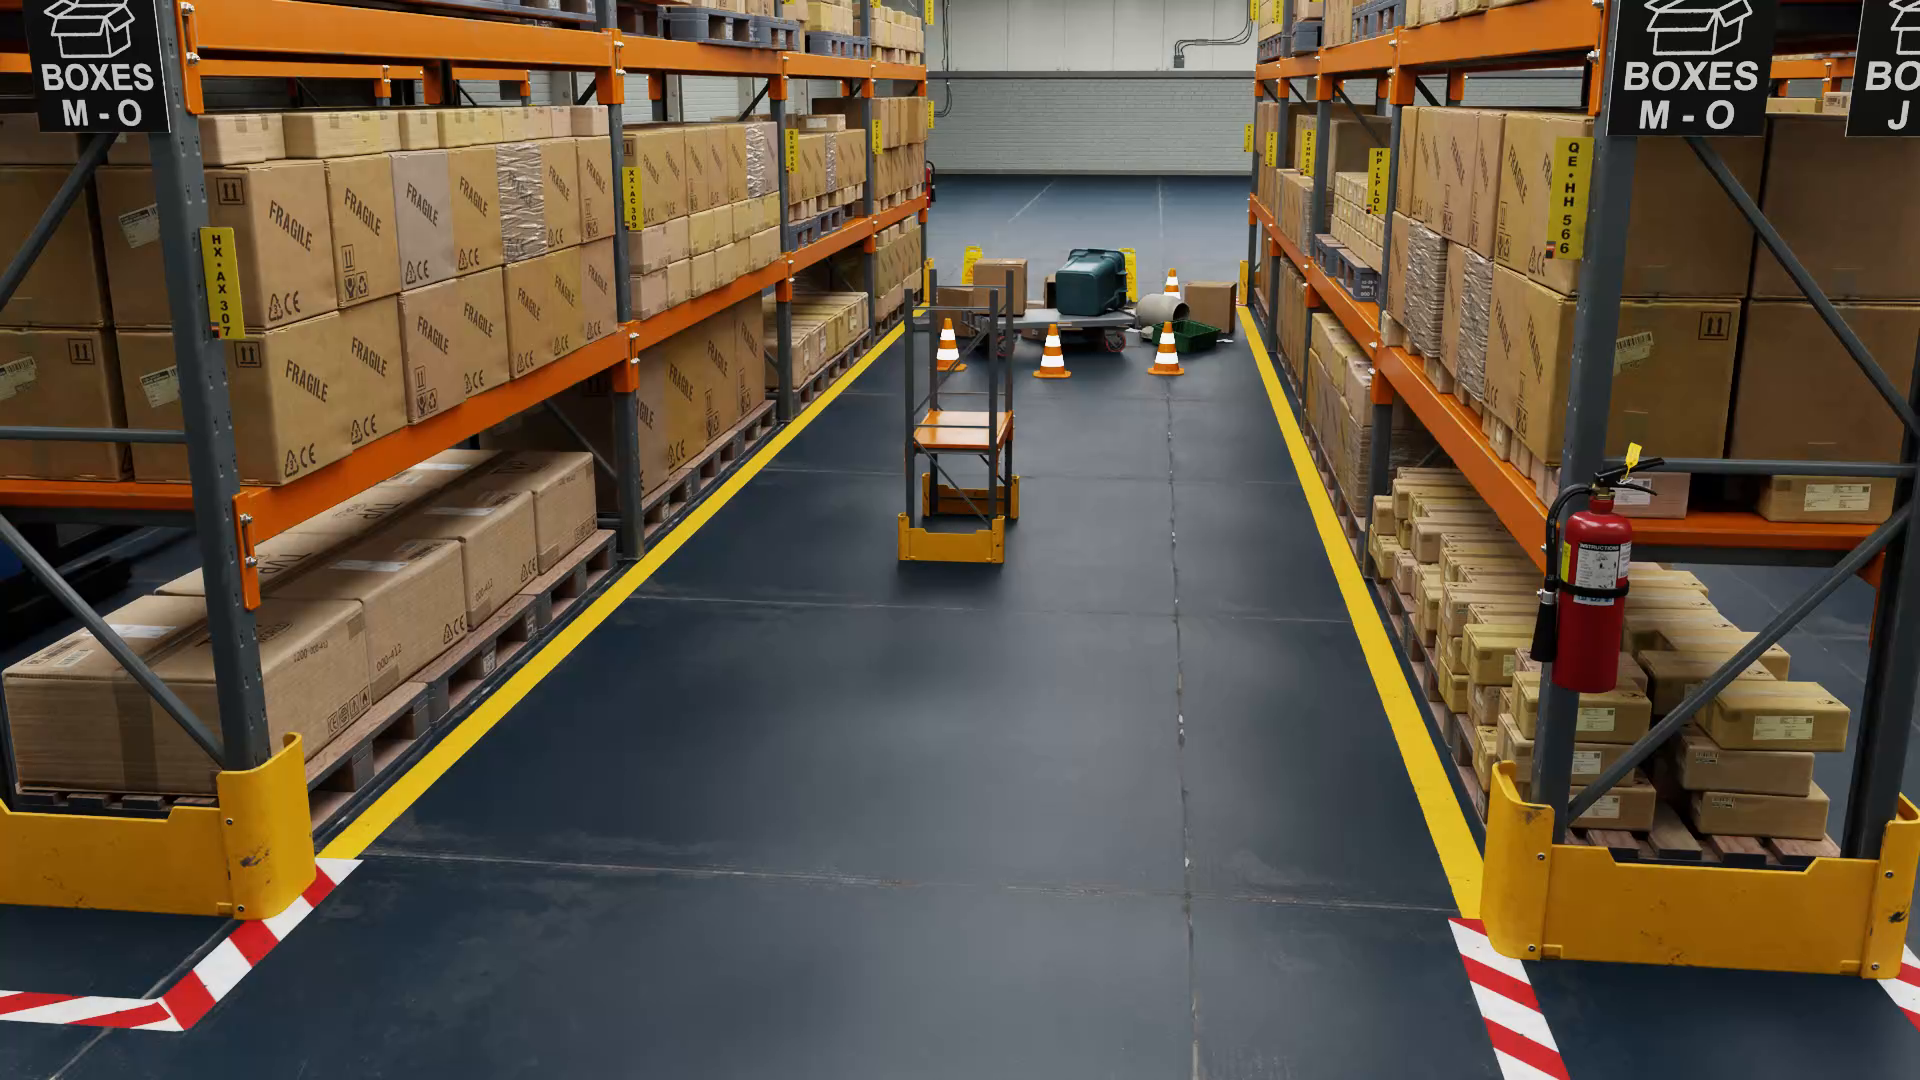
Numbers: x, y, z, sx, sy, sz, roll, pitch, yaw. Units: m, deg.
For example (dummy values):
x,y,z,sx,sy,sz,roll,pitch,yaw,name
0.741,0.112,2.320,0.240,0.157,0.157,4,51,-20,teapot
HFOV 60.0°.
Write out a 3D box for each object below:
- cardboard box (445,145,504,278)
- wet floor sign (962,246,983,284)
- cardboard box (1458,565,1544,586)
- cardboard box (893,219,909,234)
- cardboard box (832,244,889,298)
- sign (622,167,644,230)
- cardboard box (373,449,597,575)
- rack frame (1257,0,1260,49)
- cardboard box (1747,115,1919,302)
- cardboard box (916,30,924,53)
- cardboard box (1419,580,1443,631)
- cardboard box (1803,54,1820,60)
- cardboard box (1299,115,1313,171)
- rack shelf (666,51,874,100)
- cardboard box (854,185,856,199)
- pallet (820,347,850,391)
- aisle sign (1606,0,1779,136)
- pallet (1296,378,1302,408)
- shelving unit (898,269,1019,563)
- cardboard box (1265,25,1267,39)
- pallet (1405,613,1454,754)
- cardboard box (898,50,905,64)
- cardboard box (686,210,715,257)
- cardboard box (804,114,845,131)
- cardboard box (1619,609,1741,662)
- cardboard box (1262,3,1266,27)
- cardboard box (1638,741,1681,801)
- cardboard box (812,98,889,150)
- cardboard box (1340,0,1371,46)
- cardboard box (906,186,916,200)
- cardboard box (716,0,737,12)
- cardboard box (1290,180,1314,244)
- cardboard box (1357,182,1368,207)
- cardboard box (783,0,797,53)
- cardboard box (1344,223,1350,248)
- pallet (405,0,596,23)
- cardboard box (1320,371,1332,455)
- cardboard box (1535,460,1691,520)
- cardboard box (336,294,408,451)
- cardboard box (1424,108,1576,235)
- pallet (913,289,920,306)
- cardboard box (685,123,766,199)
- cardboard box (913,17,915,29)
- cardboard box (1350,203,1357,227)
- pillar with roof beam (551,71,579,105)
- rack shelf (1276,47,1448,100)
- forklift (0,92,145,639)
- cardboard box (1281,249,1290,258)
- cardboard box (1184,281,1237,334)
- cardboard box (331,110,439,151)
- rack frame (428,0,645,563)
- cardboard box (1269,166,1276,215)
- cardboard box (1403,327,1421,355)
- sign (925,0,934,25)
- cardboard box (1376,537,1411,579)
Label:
x,y,z,sx,sy,sz,roll,pitch,yaw,name
-2.227,-1.360,6.840,0.500,0.500,0.500,2,15,6,cardboard box
0.169,-3.347,20.804,0.267,0.644,0.232,7,17,25,wet floor sign
2.212,0.209,6.660,0.380,0.149,0.250,1,15,4,cardboard box
-0.785,-3.570,18.903,0.380,0.149,0.250,2,15,9,cardboard box
-1.032,-2.811,17.337,0.500,0.500,0.500,2,15,9,cardboard box
-1.718,-1.794,8.739,0.100,0.325,0.005,2,15,6,sign
-2.447,-0.160,8.610,0.875,0.438,0.875,1,15,5,cardboard box
4.014,-7.242,19.206,1.000,3.000,0.127,2,15,6,rack frame
2.523,-0.980,4.862,0.500,0.500,0.500,2,15,6,cardboard box
-0.706,-5.844,19.500,0.500,0.250,0.500,2,15,6,cardboard box
2.138,0.280,6.966,0.380,0.149,0.250,2,15,7,cardboard box
8.271,-4.638,15.609,0.500,0.250,0.500,2,15,8,cardboard box
3.456,-3.577,15.038,0.700,0.500,0.500,1,15,5,cardboard box
-1.593,-4.010,14.379,1.077,0.370,4.000,2,15,6,rack shelf
-1.198,-3.300,15.798,0.380,0.149,0.250,1,15,5,cardboard box
-1.589,-1.563,15.038,1.003,0.211,1.213,2,15,6,pallet
1.902,-1.441,4.266,0.394,0.787,0.004,2,15,6,aisle sign
3.275,-1.128,13.428,1.003,0.211,1.213,2,15,6,pallet
0.009,-0.744,9.539,0.587,1.500,1.083,2,15,6,shelving unit
3.514,-5.517,18.058,0.380,0.149,0.250,2,15,6,cardboard box
2.484,0.605,7.021,1.003,0.211,1.213,2,15,6,pallet
-0.807,-5.292,18.222,0.380,0.149,0.250,2,15,6,cardboard box
-1.826,-1.894,10.251,0.500,0.250,0.500,2,15,7,cardboard box
-1.260,-3.831,15.273,0.380,0.149,0.250,1,15,5,cardboard box
2.618,0.361,6.100,0.380,0.149,0.250,1,15,4,cardboard box
3.648,-5.867,18.588,0.500,0.250,0.500,2,15,6,cardboard box
2.534,0.780,5.687,0.380,0.149,0.250,2,15,6,cardboard box
-1.102,-4.211,16.811,0.700,0.500,0.500,2,15,6,cardboard box
2.682,-3.368,10.432,0.500,0.500,0.500,2,15,6,cardboard box
-0.713,-4.039,19.333,0.380,0.149,0.250,2,15,7,cardboard box
-1.729,-3.624,10.576,0.500,0.500,0.500,2,15,7,cardboard box
3.009,-2.703,13.722,0.500,0.500,0.500,1,15,5,cardboard box
2.720,-2.185,10.533,0.380,0.149,0.250,2,15,8,cardboard box
-1.702,-4.133,13.261,0.700,0.500,0.500,2,15,6,cardboard box
2.771,-2.033,11.111,0.380,0.149,0.250,2,15,9,cardboard box
-2.373,-2.547,7.758,1.003,0.211,1.213,2,15,6,pallet
2.671,-0.828,10.961,0.500,0.500,0.500,1,15,5,cardboard box
1.964,-0.168,5.019,0.380,0.149,0.250,2,15,6,cardboard box
-2.353,-0.612,5.989,0.500,0.500,0.500,1,15,5,cardboard box
2.236,-1.534,6.911,0.500,0.500,0.500,2,15,7,cardboard box
-1.051,-2.890,19.947,1.003,0.211,1.213,2,15,6,pallet
-1.667,-2.647,11.597,0.500,0.500,0.500,2,15,7,cardboard box
-0.728,-6.015,19.369,0.380,0.149,0.250,2,15,7,cardboard box
2.745,-2.107,10.815,0.380,0.149,0.250,2,15,6,cardboard box
-1.868,-8.782,24.902,9.100,9.000,0.400,2,15,6,pillar with roof beam
3.337,-3.891,13.936,1.077,0.370,4.000,2,15,6,rack shelf
-4.947,-1.096,8.102,1.130,2.935,3.031,1,15,4,forklift
3.703,-2.647,16.970,0.875,0.875,0.875,2,15,7,cardboard box
2.718,-2.536,18.079,0.500,0.500,0.500,4,16,16,cardboard box
-2.245,-1.580,6.409,0.380,0.149,0.250,2,15,7,cardboard box
-2.270,-1.354,8.921,1.000,3.000,0.127,2,15,6,rack frame
3.632,-3.621,17.018,0.875,0.550,0.550,2,15,6,cardboard box
2.347,-0.980,8.020,0.380,0.149,0.250,2,15,8,cardboard box
-0.367,-6.320,19.844,0.100,0.325,0.005,2,15,6,sign
2.269,0.094,8.227,0.380,0.149,0.250,2,15,8,cardboard box
